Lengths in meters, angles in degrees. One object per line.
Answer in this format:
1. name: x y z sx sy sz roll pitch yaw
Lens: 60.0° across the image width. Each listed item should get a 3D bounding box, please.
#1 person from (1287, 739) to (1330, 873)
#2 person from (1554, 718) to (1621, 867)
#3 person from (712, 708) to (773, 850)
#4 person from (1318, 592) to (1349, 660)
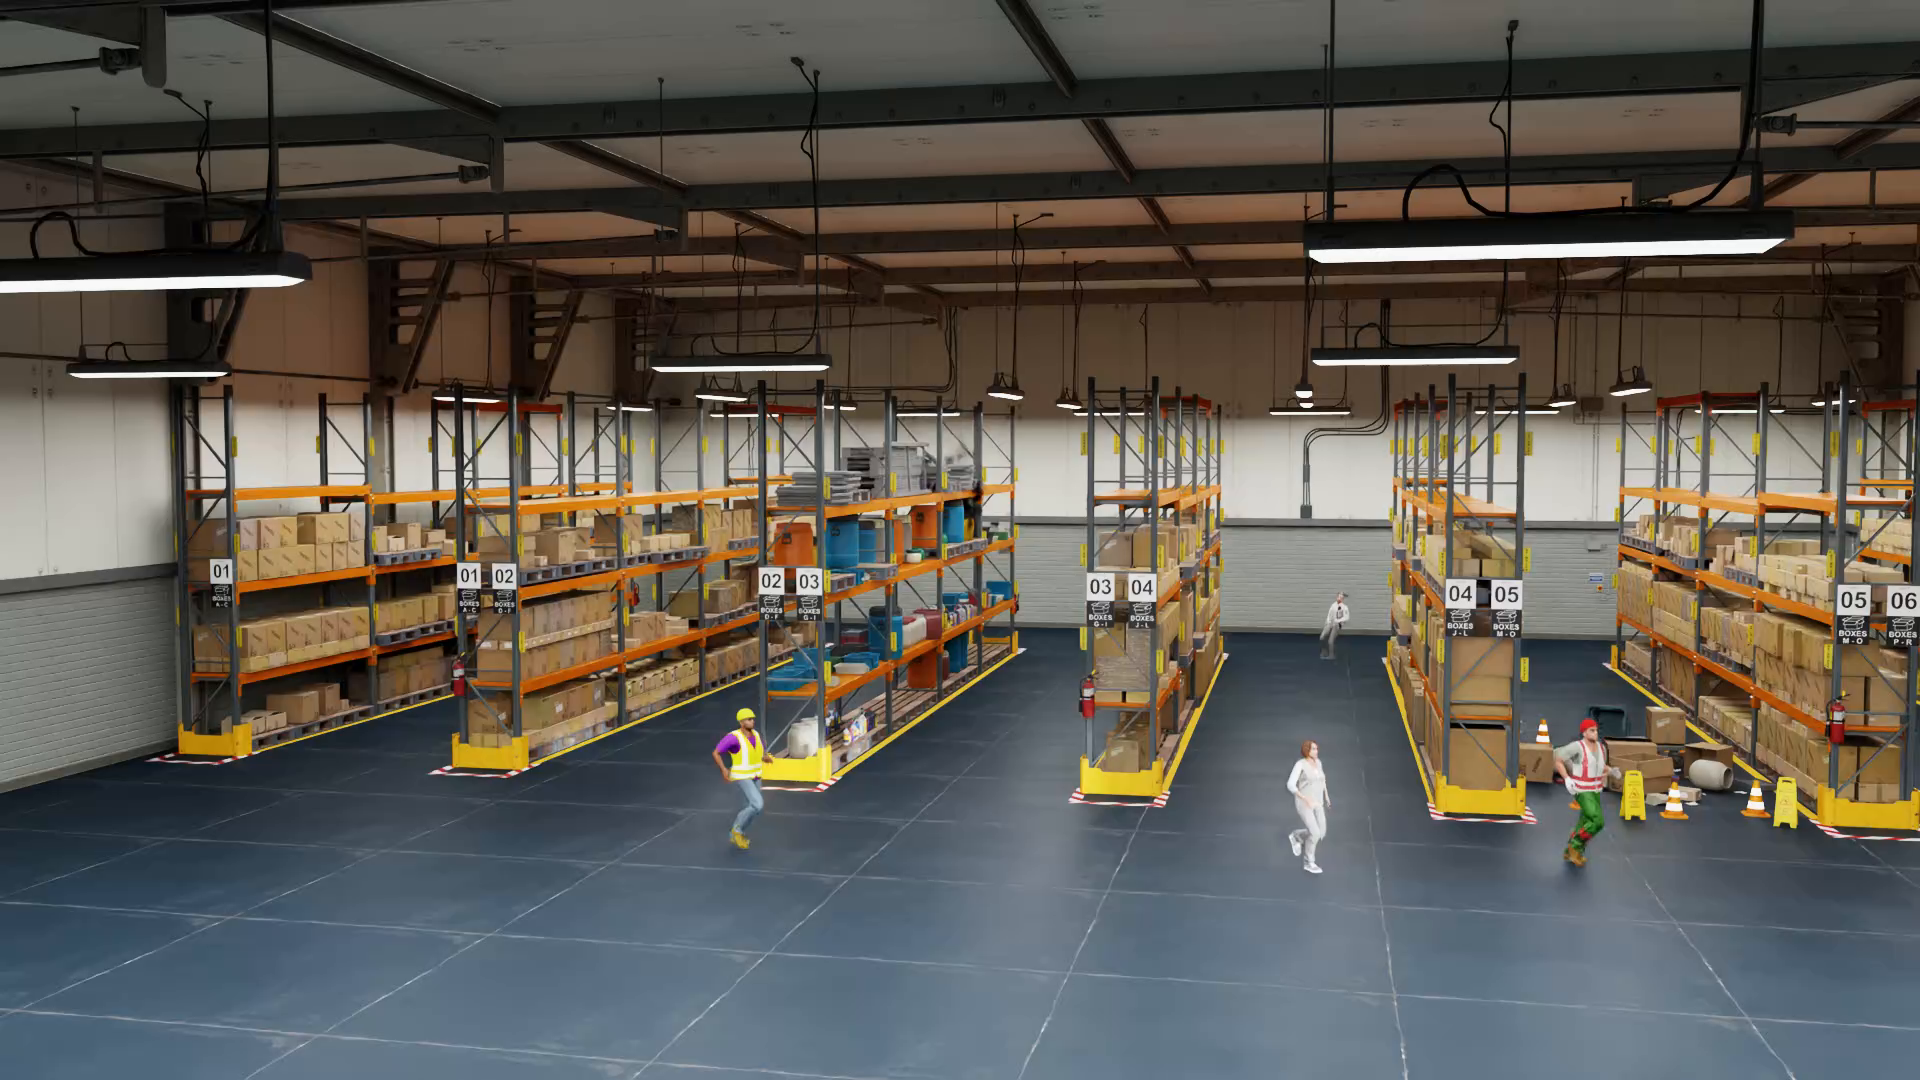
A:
1. person: 4.080 3.129 19.675 0.583 1.540 0.575 -2 4 -34
2. person: 7.513 3.008 19.800 0.624 1.770 0.667 -2 4 -31
3. person: -2.622 2.961 20.643 0.673 1.742 0.676 2 4 33
4. person: 8.738 2.015 38.915 0.550 1.635 0.722 -2 4 -36
